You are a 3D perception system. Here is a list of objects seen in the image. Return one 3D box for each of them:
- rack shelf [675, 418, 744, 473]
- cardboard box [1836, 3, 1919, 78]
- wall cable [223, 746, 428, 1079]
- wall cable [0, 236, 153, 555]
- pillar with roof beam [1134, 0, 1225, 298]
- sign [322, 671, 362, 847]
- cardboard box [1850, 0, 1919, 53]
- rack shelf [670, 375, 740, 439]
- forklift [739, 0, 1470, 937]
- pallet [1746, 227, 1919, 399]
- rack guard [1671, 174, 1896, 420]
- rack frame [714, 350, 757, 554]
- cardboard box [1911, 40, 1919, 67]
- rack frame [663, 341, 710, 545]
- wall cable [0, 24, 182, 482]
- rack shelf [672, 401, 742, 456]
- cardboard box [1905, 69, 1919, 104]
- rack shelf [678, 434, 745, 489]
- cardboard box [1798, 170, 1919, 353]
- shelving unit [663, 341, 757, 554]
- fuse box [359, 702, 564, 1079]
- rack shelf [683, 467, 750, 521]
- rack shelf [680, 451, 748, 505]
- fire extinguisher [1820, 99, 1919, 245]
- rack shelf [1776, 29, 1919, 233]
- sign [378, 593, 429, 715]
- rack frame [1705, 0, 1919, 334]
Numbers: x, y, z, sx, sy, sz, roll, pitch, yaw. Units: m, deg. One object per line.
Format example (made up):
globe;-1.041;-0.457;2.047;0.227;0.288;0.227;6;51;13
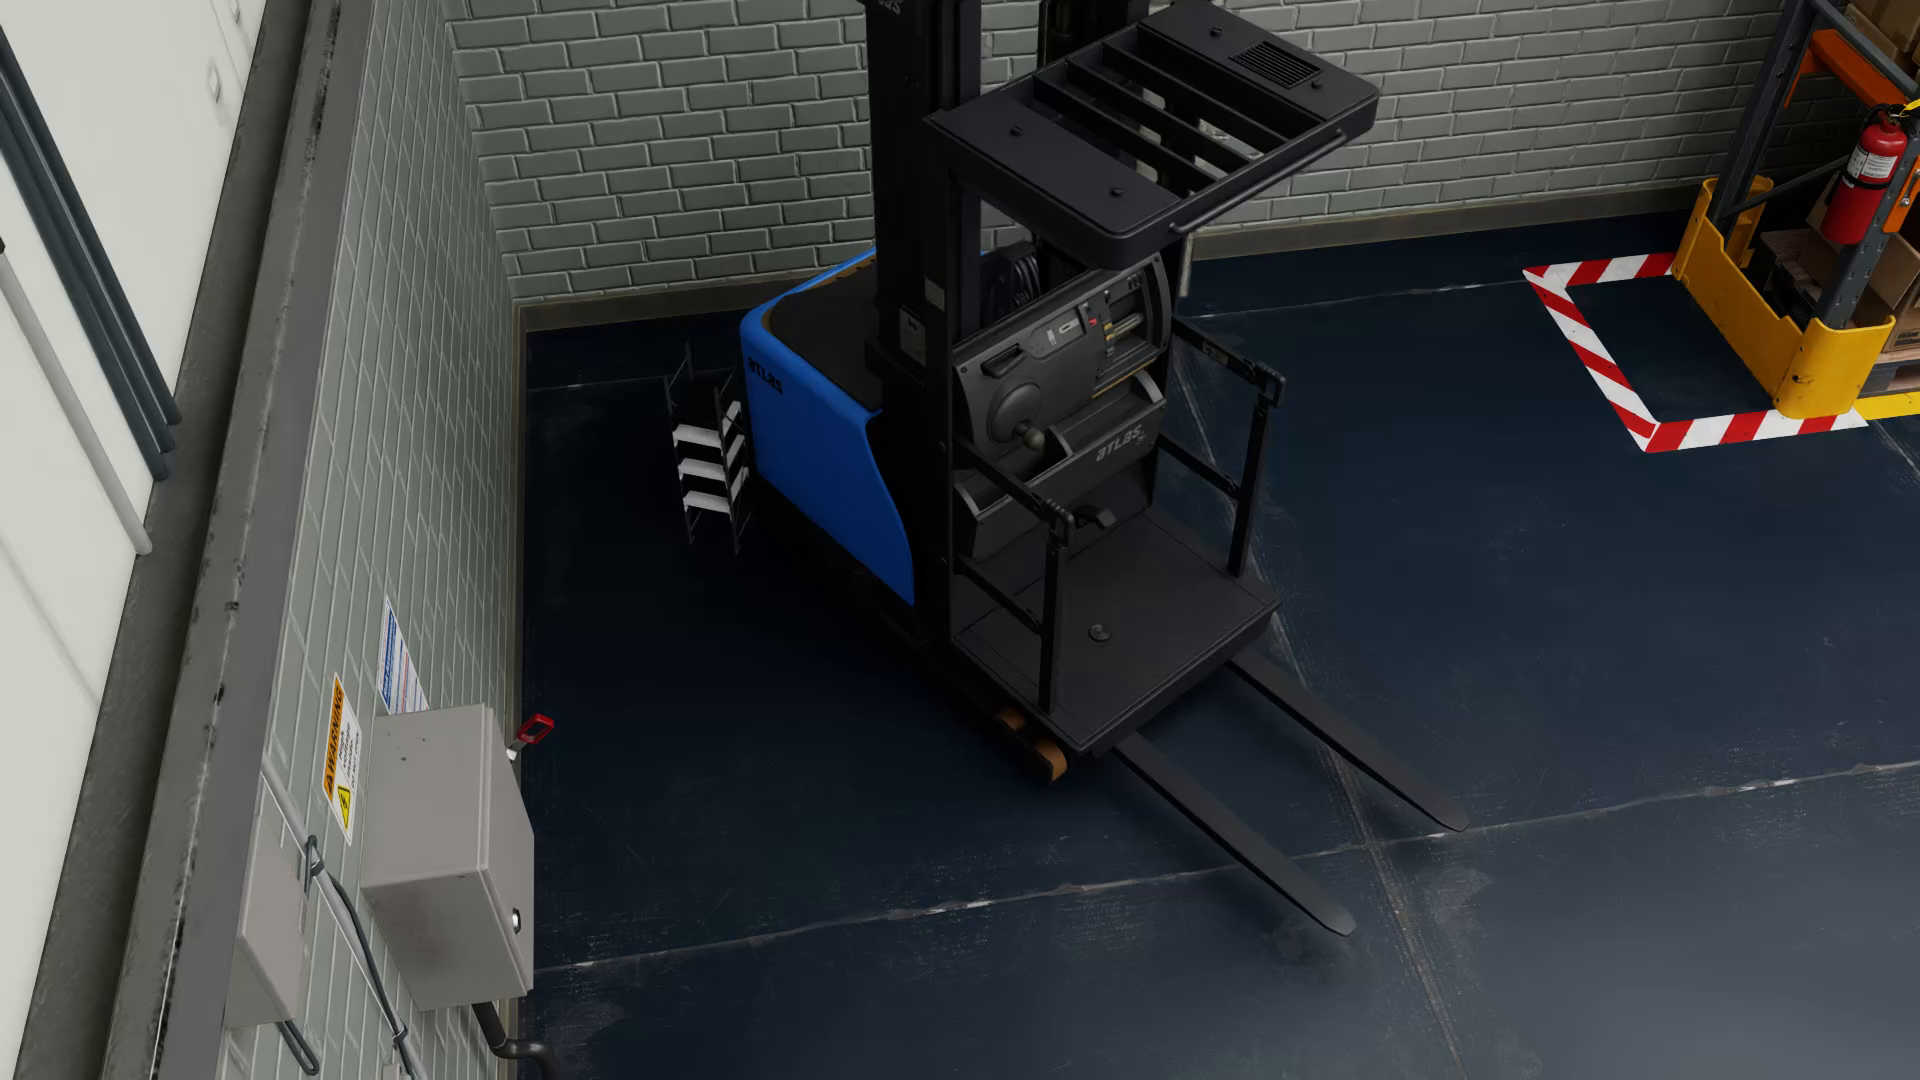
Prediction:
rack shelf;-0.990;-0.396;6.620;0.200;0.077;0.258;11;47;10
cardboard box;3.980;-2.144;7.101;0.250;0.149;0.380;-8;47;-7
wall cable;-1.257;0.873;3.314;0.122;1.984;0.588;-7;46;-7
wall cable;-1.134;-0.196;0.883;0.029;3.000;2.355;-7;46;-7
pillar with roof beam;1.622;-1.336;1.981;0.400;9.000;9.100;-7;46;-7
sign;-1.412;0.500;3.805;0.001;0.242;0.339;-7;46;-7
cardboard box;4.107;-2.296;6.970;0.500;0.250;0.500;-6;46;-6
rack shelf;-0.989;-0.520;6.490;0.200;0.077;0.258;11;47;10
forklift;0.500;-0.550;5.438;1.130;2.935;3.031;-32;54;-27
pallet;4.559;-1.141;7.896;1.213;0.211;1.003;-7;46;-7
rack guard;3.774;-1.143;7.697;0.348;0.500;1.175;-7;46;-7
rack frame;-0.892;-0.337;6.643;0.006;0.900;0.240;11;47;10
cardboard box;4.192;-1.916;6.604;0.500;0.250;0.500;-7;46;-7
rack frame;-1.089;-0.376;6.679;0.006;0.900;0.240;11;47;10
wall cable;-1.571;-2.190;2.779;0.133;3.039;2.988;-7;46;-7
rack shelf;-0.989;-0.458;6.555;0.200;0.077;0.258;11;47;10
cardboard box;4.070;-1.759;6.729;0.250;0.149;0.380;-7;47;-7
rack shelf;-0.991;-0.333;6.685;0.200;0.077;0.258;11;47;10
cardboard box;4.318;-1.288;7.543;0.637;0.503;0.797;-9;47;-8
shelving unit;-0.990;-0.357;6.661;0.210;0.900;0.258;11;47;10
fuse box;-1.218;1.169;4.629;0.414;1.711;0.539;-7;46;-7
rack shelf;-0.992;-0.209;6.815;0.200;0.077;0.258;11;47;10
rack shelf;-0.991;-0.271;6.750;0.200;0.077;0.258;11;47;10
fire extinguisher;3.633;-1.498;6.616;0.183;0.674;0.296;-7;46;-7
rack shelf;5.670;-1.996;7.283;4.000;0.370;1.077;-7;46;-7
sign;-1.506;0.430;4.512;0.001;0.494;0.329;-7;46;-7
rack frame;3.699;-2.000;6.788;0.127;3.000;1.000;-7;46;-7
